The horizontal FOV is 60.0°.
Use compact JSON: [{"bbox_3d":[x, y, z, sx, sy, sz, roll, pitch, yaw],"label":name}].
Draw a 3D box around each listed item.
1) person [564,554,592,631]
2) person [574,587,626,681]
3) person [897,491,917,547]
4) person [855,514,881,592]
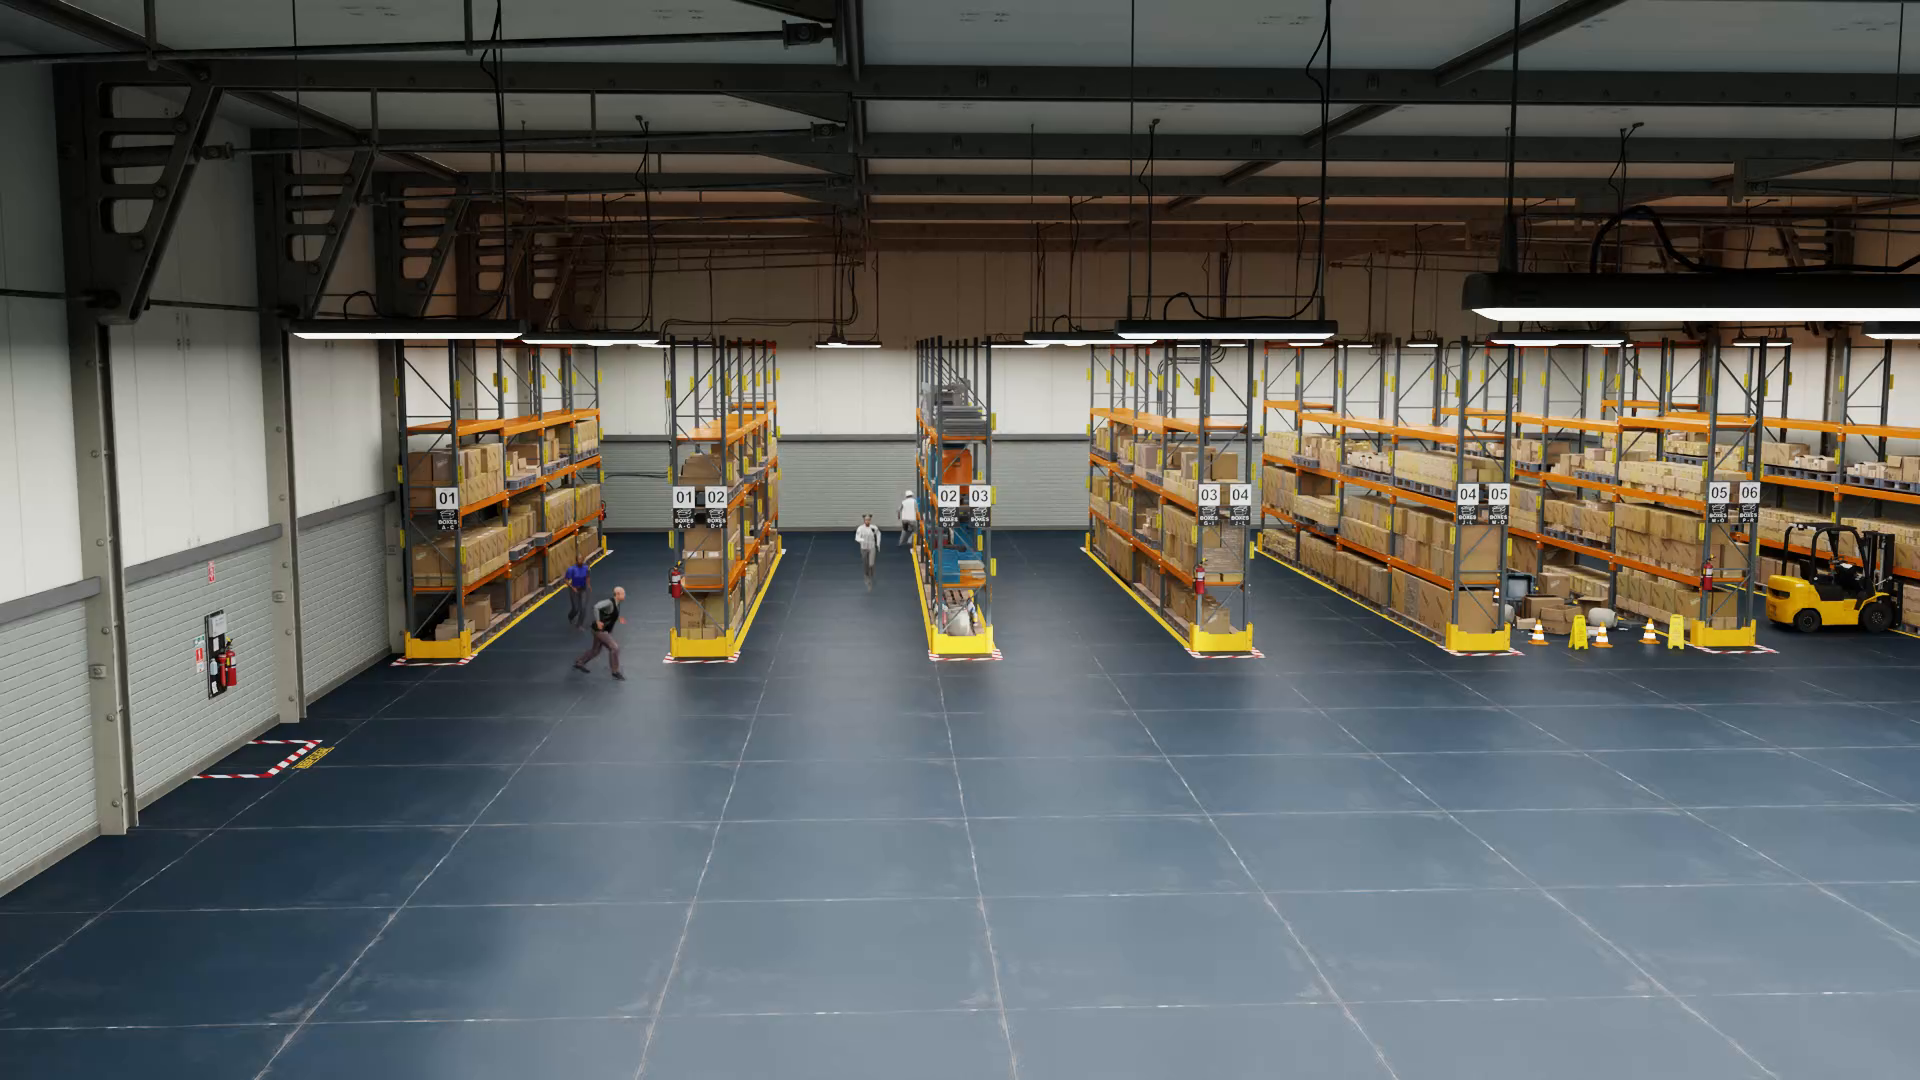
[{"bbox_3d":[-7.870,1.063,34.196,0.572,1.600,0.644,-4,8,-32],"label":"person"},{"bbox_3d":[-6.298,1.647,29.017,0.990,1.679,0.703,1,7,10],"label":"person"},{"bbox_3d":[-1.542,-0.621,48.711,0.797,1.654,0.562,3,7,24],"label":"person"},{"bbox_3d":[-2.118,0.276,38.238,0.552,1.791,0.782,0,6,2],"label":"person"}]
